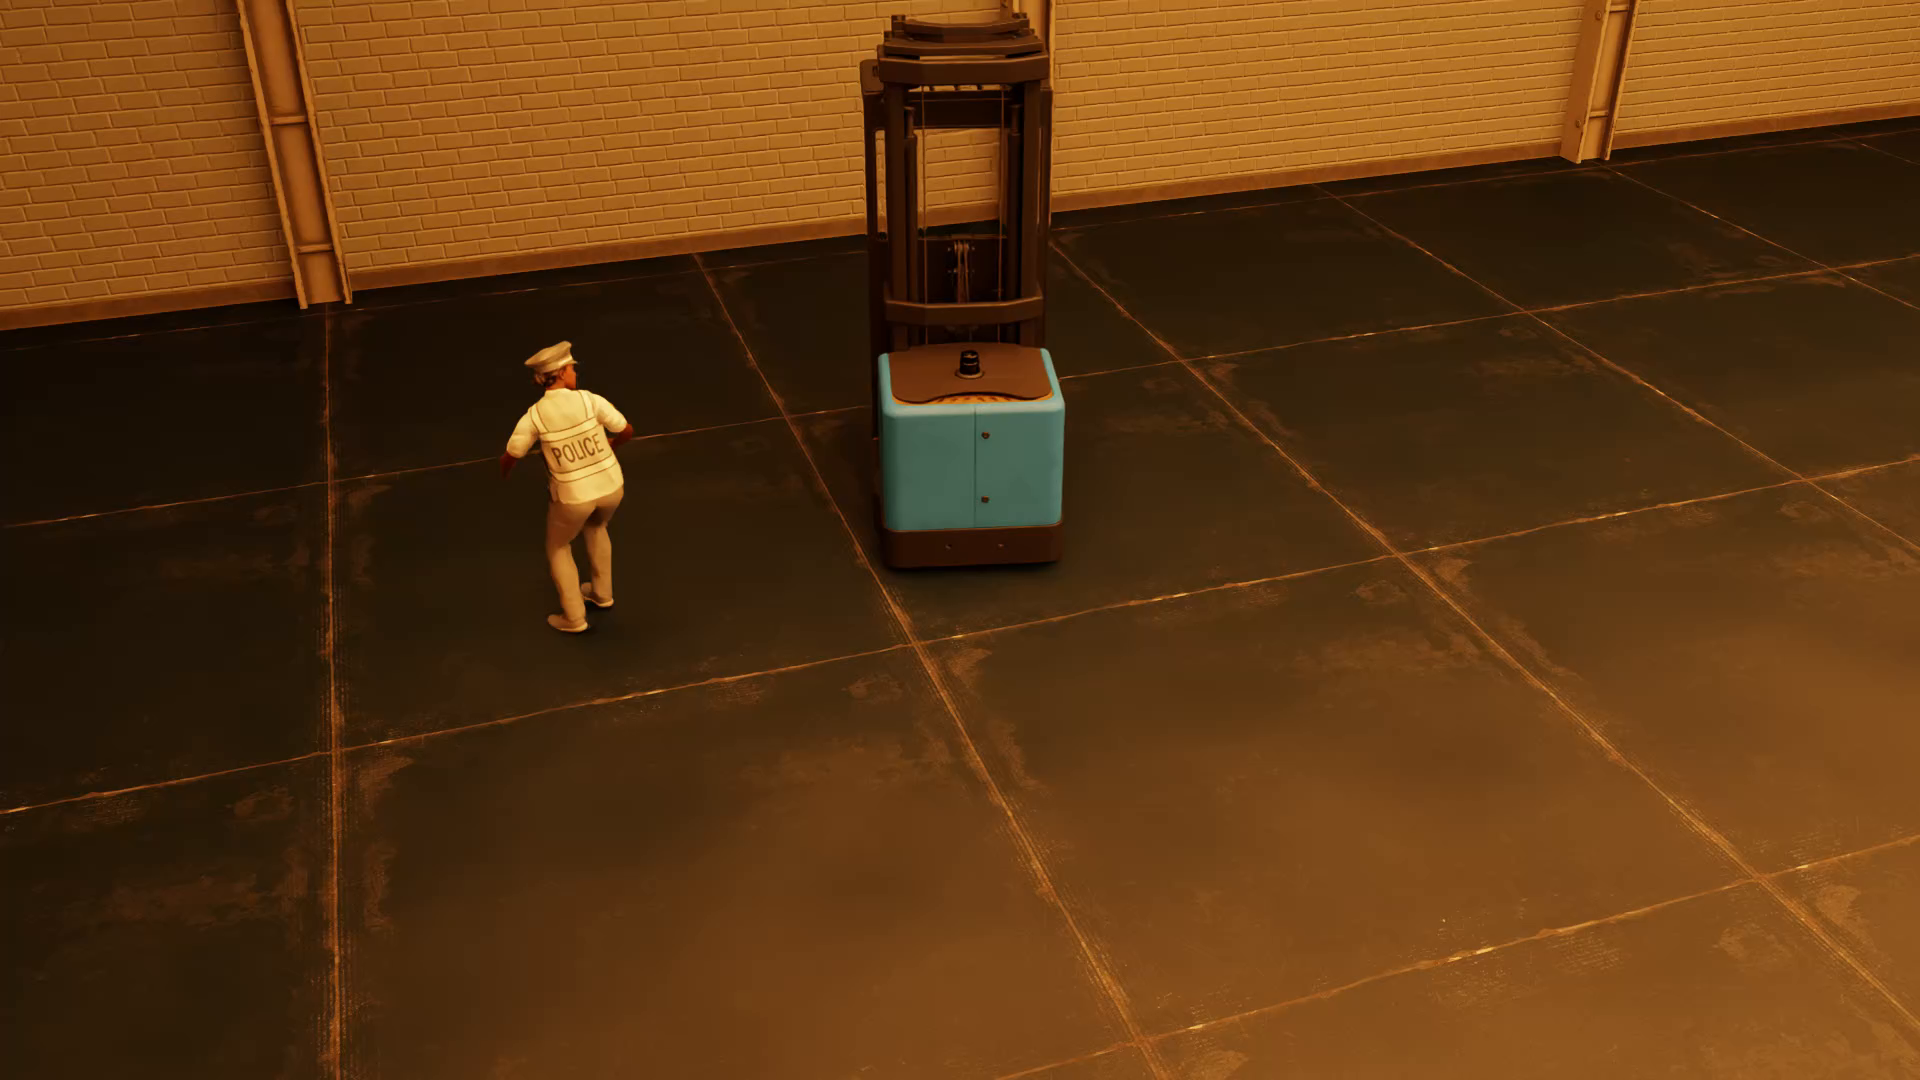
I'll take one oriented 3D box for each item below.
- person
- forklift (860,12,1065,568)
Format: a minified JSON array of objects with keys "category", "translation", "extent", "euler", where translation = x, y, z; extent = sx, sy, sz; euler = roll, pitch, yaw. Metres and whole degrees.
[{"category":"person","translation":[-2.104,-0.294,8.967],"extent":[0.692,1.634,0.610],"euler":[-18,34,-28]},{"category":"forklift","translation":[-0.032,-1.815,10.242],"extent":[1.130,2.935,3.031],"euler":[-2,30,-4]}]
